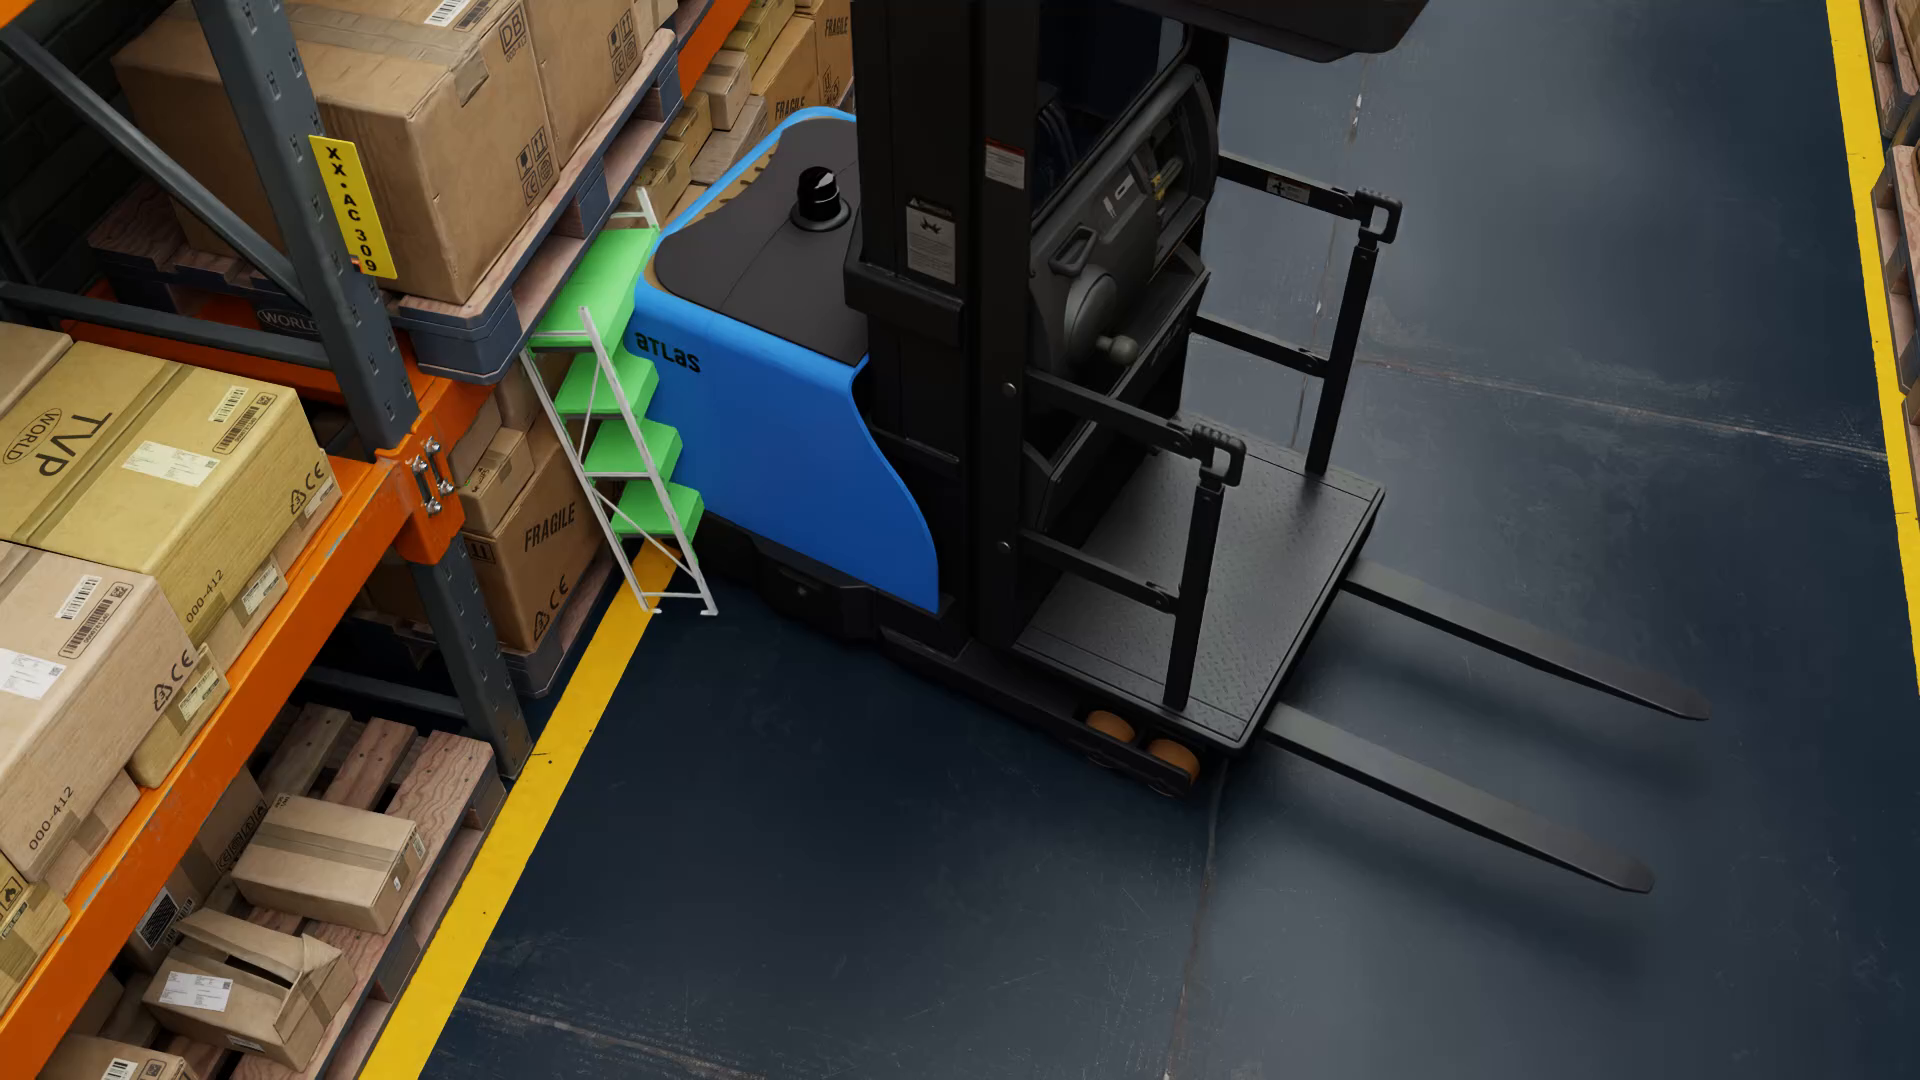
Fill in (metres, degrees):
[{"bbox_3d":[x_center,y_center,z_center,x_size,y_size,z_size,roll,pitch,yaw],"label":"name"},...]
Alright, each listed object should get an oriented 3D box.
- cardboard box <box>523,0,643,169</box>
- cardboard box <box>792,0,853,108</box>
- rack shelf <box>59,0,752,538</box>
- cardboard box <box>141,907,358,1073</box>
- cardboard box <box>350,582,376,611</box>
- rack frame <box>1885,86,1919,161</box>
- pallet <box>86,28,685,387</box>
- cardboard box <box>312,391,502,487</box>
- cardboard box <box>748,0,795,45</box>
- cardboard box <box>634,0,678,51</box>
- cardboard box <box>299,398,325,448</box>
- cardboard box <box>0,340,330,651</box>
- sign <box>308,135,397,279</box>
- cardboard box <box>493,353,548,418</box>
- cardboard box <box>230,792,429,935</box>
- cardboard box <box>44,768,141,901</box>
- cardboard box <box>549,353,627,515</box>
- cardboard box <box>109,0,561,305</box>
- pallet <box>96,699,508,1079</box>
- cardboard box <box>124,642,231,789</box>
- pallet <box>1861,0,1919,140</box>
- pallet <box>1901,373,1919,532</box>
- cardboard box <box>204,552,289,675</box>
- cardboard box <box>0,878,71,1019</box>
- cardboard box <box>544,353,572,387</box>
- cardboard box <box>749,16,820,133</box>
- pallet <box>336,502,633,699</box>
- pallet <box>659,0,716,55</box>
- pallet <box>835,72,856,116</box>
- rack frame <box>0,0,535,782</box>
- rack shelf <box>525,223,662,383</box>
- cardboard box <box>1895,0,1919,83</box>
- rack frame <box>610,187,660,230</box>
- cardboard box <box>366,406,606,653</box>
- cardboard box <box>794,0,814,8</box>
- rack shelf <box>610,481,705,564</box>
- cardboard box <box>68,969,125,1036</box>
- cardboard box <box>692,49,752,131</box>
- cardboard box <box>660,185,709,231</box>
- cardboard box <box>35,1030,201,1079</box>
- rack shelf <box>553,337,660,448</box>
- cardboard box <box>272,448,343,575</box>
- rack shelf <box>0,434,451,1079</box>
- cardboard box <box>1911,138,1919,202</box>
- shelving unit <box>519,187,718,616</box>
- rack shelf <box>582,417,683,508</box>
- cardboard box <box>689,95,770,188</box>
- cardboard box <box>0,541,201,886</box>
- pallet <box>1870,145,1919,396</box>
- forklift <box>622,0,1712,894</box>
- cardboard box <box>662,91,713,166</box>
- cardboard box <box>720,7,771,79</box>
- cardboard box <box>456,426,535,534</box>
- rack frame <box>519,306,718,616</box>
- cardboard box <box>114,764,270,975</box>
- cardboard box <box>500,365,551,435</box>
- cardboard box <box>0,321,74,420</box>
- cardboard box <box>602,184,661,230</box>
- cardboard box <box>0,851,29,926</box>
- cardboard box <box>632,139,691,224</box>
[{"bbox_3d":[-1.229,-1.311,4.060,0.700,0.500,0.500,12,50,10],"label":"cardboard box"},{"bbox_3d":[-0.701,-1.956,6.363,0.500,0.500,0.500,11,49,9],"label":"cardboard box"},{"bbox_3d":[-1.182,-1.668,5.201,1.077,0.370,4.000,12,50,10],"label":"rack shelf"},{"bbox_3d":[-1.666,1.026,3.887,0.396,0.266,0.258,13,50,11],"label":"cardboard box"},{"bbox_3d":[-1.864,-0.184,4.799,0.500,0.500,0.500,11,50,10],"label":"cardboard box"},{"bbox_3d":[4.134,-2.375,5.346,1.000,3.000,0.127,12,50,10],"label":"rack frame"},{"bbox_3d":[-1.393,-0.952,4.218,1.003,0.211,1.213,12,50,10],"label":"pallet"},{"bbox_3d":[-1.416,-0.303,4.273,0.380,0.149,0.250,11,49,9],"label":"cardboard box"},{"bbox_3d":[-0.808,-1.904,5.884,0.380,0.149,0.250,13,50,11],"label":"cardboard box"},{"bbox_3d":[-0.972,-1.483,4.367,0.396,0.266,0.258,14,50,12],"label":"cardboard box"},{"bbox_3d":[-1.890,-0.309,4.476,0.380,0.149,0.250,10,49,9],"label":"cardboard box"},{"bbox_3d":[-1.607,-0.091,3.232,0.500,0.250,0.500,13,50,11],"label":"cardboard box"},{"bbox_3d":[-1.183,-0.644,3.240,0.100,0.325,0.005,12,50,10],"label":"sign"},{"bbox_3d":[-1.335,-0.488,4.436,0.380,0.149,0.250,9,49,8],"label":"cardboard box"},{"bbox_3d":[-1.572,0.806,4.159,0.380,0.149,0.250,10,49,9],"label":"cardboard box"},{"bbox_3d":[-1.736,0.474,2.998,0.380,0.149,0.250,13,50,11],"label":"cardboard box"},{"bbox_3d":[-1.233,-0.463,5.045,0.500,0.500,0.500,11,49,10],"label":"cardboard box"},{"bbox_3d":[-1.365,-0.937,3.729,0.700,0.500,0.500,13,50,11],"label":"cardboard box"},{"bbox_3d":[-1.890,0.960,4.262,1.003,0.211,1.213,12,50,10],"label":"pallet"},{"bbox_3d":[-1.641,0.290,3.161,0.380,0.149,0.250,13,50,11],"label":"cardboard box"},{"bbox_3d":[4.341,-2.018,6.890,1.003,0.211,1.213,12,50,10],"label":"pallet"},{"bbox_3d":[3.531,-0.018,5.125,1.003,0.211,1.213,12,50,10],"label":"pallet"},{"bbox_3d":[-1.596,0.097,3.331,0.380,0.149,0.250,13,50,11],"label":"cardboard box"},{"bbox_3d":[-1.777,0.665,2.830,0.380,0.149,0.250,11,49,9],"label":"cardboard box"},{"bbox_3d":[-1.302,-0.596,4.730,0.380,0.149,0.250,9,49,8],"label":"cardboard box"},{"bbox_3d":[-0.836,-1.577,6.028,0.500,0.500,0.500,14,50,12],"label":"cardboard box"},{"bbox_3d":[-1.531,-0.132,5.226,1.003,0.211,1.213,12,50,10],"label":"pallet"},{"bbox_3d":[-1.163,-1.881,5.038,1.003,0.211,1.213,12,50,10],"label":"pallet"},{"bbox_3d":[-0.888,-1.897,6.783,1.003,0.211,1.213,12,50,10],"label":"pallet"},{"bbox_3d":[-1.708,-0.459,3.654,1.000,3.000,0.127,12,50,10],"label":"rack frame"},{"bbox_3d":[-0.976,-0.639,4.462,0.258,0.148,0.480,1,48,14],"label":"rack shelf"},{"bbox_3d":[4.293,-2.052,6.533,0.950,0.372,0.625,9,49,7],"label":"cardboard box"},{"bbox_3d":[-0.863,-0.543,4.921,0.240,1.200,0.015,1,48,14],"label":"rack frame"},{"bbox_3d":[-1.364,-0.076,4.704,0.500,0.500,0.500,14,50,12],"label":"cardboard box"},{"bbox_3d":[-0.695,-2.086,6.045,0.380,0.149,0.250,10,49,9],"label":"cardboard box"},{"bbox_3d":[-0.854,-0.159,4.984,0.258,0.148,0.480,1,48,14],"label":"rack shelf"},{"bbox_3d":[-2.224,1.090,3.908,0.380,0.149,0.250,11,49,10],"label":"cardboard box"},{"bbox_3d":[-0.917,-1.518,5.544,0.380,0.149,0.250,9,49,8],"label":"cardboard box"},{"bbox_3d":[-1.098,-0.824,5.363,0.500,0.500,0.500,10,49,9],"label":"cardboard box"},{"bbox_3d":[-1.973,1.337,3.456,0.700,0.500,0.500,10,49,9],"label":"cardboard box"},{"bbox_3d":[-0.935,-0.479,4.636,0.258,0.148,0.480,1,48,14],"label":"rack shelf"},{"bbox_3d":[-1.549,-0.095,3.501,0.380,0.149,0.250,12,50,11],"label":"cardboard box"},{"bbox_3d":[-2.235,1.226,2.647,1.077,0.370,4.000,12,50,10],"label":"rack shelf"},{"bbox_3d":[3.872,-1.328,5.559,0.875,0.875,0.875,11,50,10],"label":"cardboard box"},{"bbox_3d":[-0.906,-0.362,4.764,0.258,1.200,0.503,1,48,14],"label":"shelving unit"},{"bbox_3d":[-0.895,-0.319,4.810,0.258,0.148,0.480,1,48,14],"label":"rack shelf"},{"bbox_3d":[-0.955,-1.197,5.693,0.500,0.500,0.500,10,49,9],"label":"cardboard box"},{"bbox_3d":[-1.725,0.274,2.909,0.500,0.250,0.500,12,50,10],"label":"cardboard box"},{"bbox_3d":[3.854,-0.897,5.901,1.003,0.211,1.213,12,50,10],"label":"pallet"},{"bbox_3d":[0.583,-0.719,3.929,3.031,2.935,1.130,23,53,19],"label":"forklift"},{"bbox_3d":[-1.031,-1.350,5.396,0.380,0.149,0.250,12,50,10],"label":"cardboard box"},{"bbox_3d":[-0.873,-1.724,5.725,0.380,0.149,0.250,11,49,9],"label":"cardboard box"},{"bbox_3d":[-1.357,-0.192,4.374,0.380,0.149,0.250,14,50,12],"label":"cardboard box"},{"bbox_3d":[-0.948,-0.180,4.607,0.240,1.200,0.015,1,48,14],"label":"rack frame"},{"bbox_3d":[-2.110,0.723,4.125,0.500,0.311,0.500,13,50,11],"label":"cardboard box"},{"bbox_3d":[-1.359,-0.408,4.564,0.380,0.149,0.250,10,49,9],"label":"cardboard box"},{"bbox_3d":[-2.099,-0.203,3.330,0.500,0.250,0.500,11,50,10],"label":"cardboard box"},{"bbox_3d":[-1.142,-0.970,5.060,0.380,0.149,0.250,11,50,10],"label":"cardboard box"},{"bbox_3d":[-1.869,0.632,2.593,0.500,0.250,0.500,11,50,10],"label":"cardboard box"},{"bbox_3d":[-1.074,-1.149,5.218,0.380,0.149,0.250,13,50,11],"label":"cardboard box"}]
